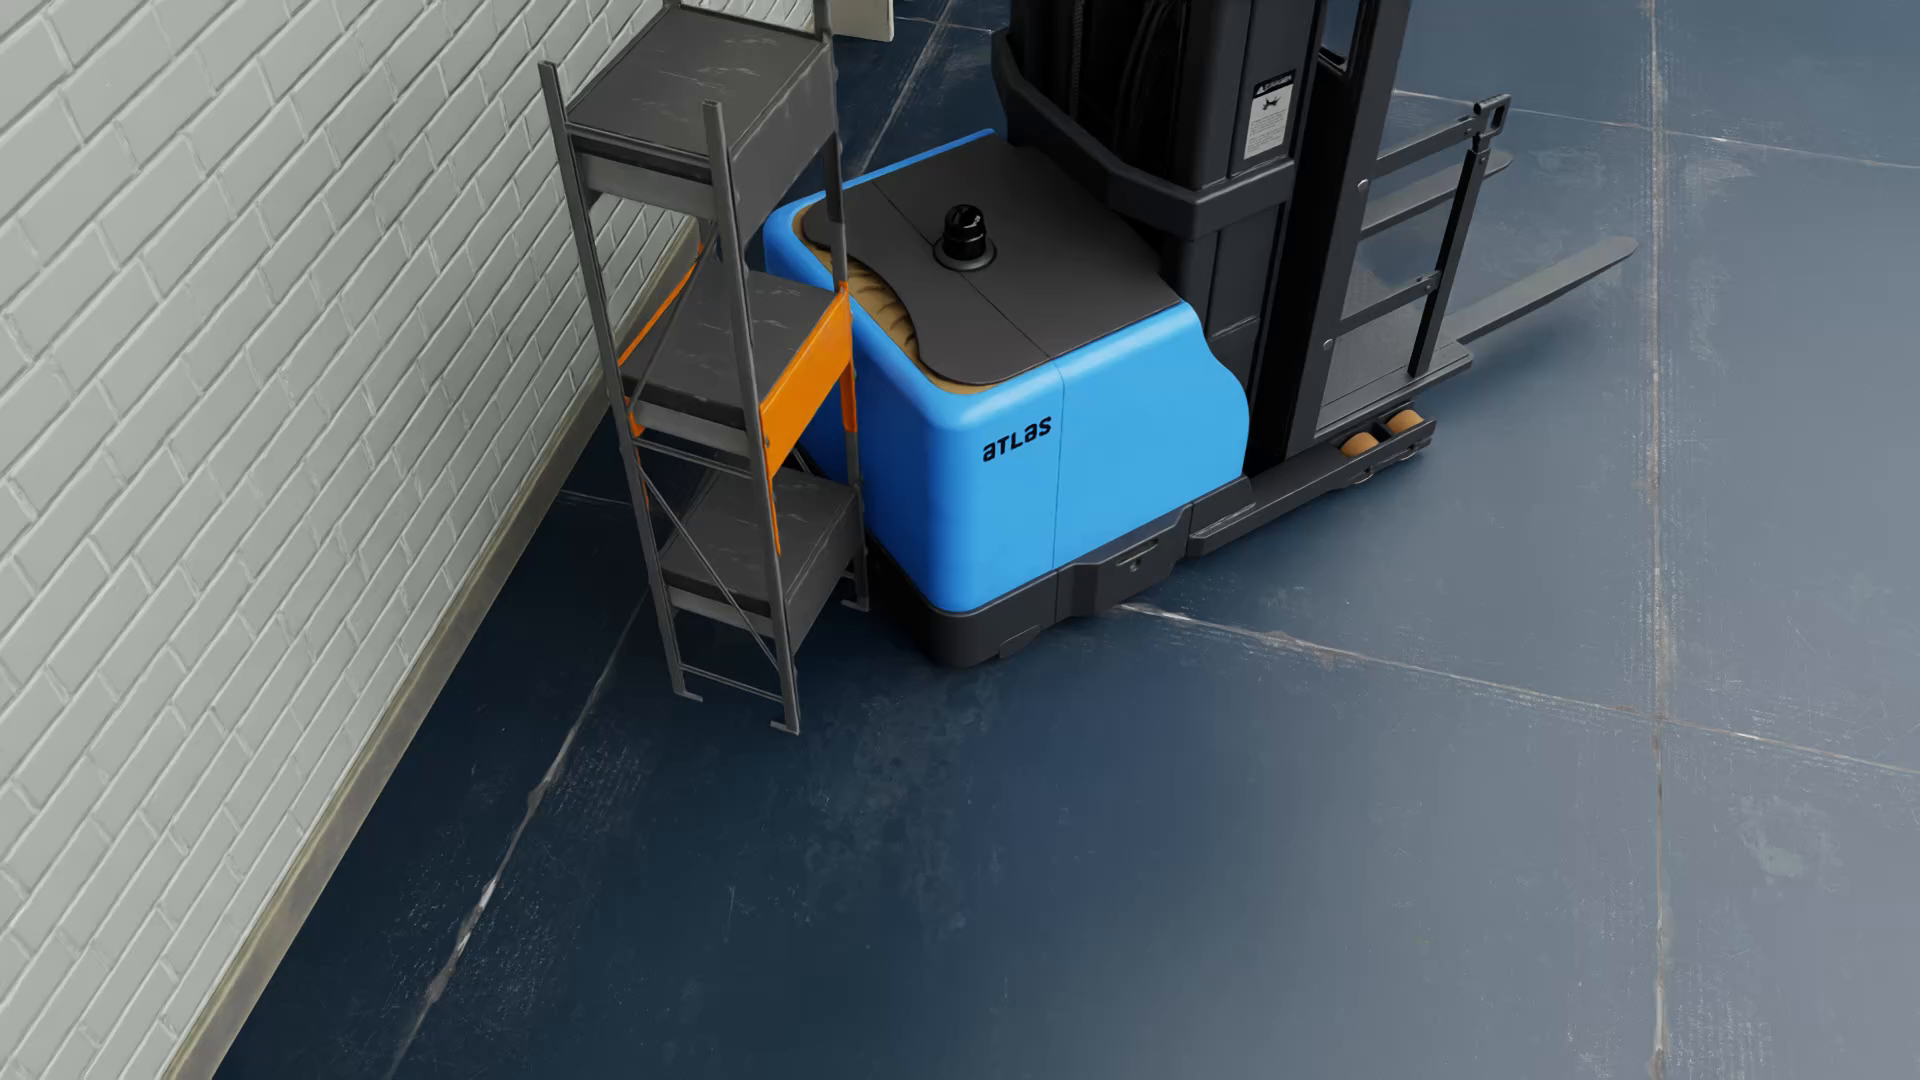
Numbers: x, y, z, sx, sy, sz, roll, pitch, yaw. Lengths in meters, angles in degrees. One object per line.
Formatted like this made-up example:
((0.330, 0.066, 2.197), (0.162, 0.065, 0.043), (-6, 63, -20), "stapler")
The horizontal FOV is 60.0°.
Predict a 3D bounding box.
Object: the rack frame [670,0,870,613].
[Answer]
((-0.463, -0.534, 4.321), (0.400, 2.100, 0.015), (17, 51, 14), "rack frame")

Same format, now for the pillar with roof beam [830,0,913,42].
((3.758, -4.439, 3.166), (9.100, 9.000, 0.400), (12, 50, 10), "pillar with roof beam")

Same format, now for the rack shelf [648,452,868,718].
((-0.555, 0.108, 4.706), (0.431, 0.518, 0.480), (17, 51, 14), "rack shelf")

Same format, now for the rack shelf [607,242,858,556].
((-0.555, -0.355, 4.181), (0.431, 0.518, 0.480), (17, 51, 14), "rack shelf")

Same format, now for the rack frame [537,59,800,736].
((-0.646, -0.195, 4.021), (0.400, 2.100, 0.015), (17, 51, 14), "rack frame")

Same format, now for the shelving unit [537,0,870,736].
((-0.555, -0.364, 4.171), (0.431, 2.100, 0.503), (17, 51, 14), "shelving unit")

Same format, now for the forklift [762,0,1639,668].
((0.950, -1.463, 4.587), (3.031, 2.935, 1.130), (-26, 53, -21), "forklift")

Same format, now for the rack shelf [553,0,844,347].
((-0.555, -0.818, 3.656), (0.431, 0.518, 0.480), (17, 51, 14), "rack shelf")
